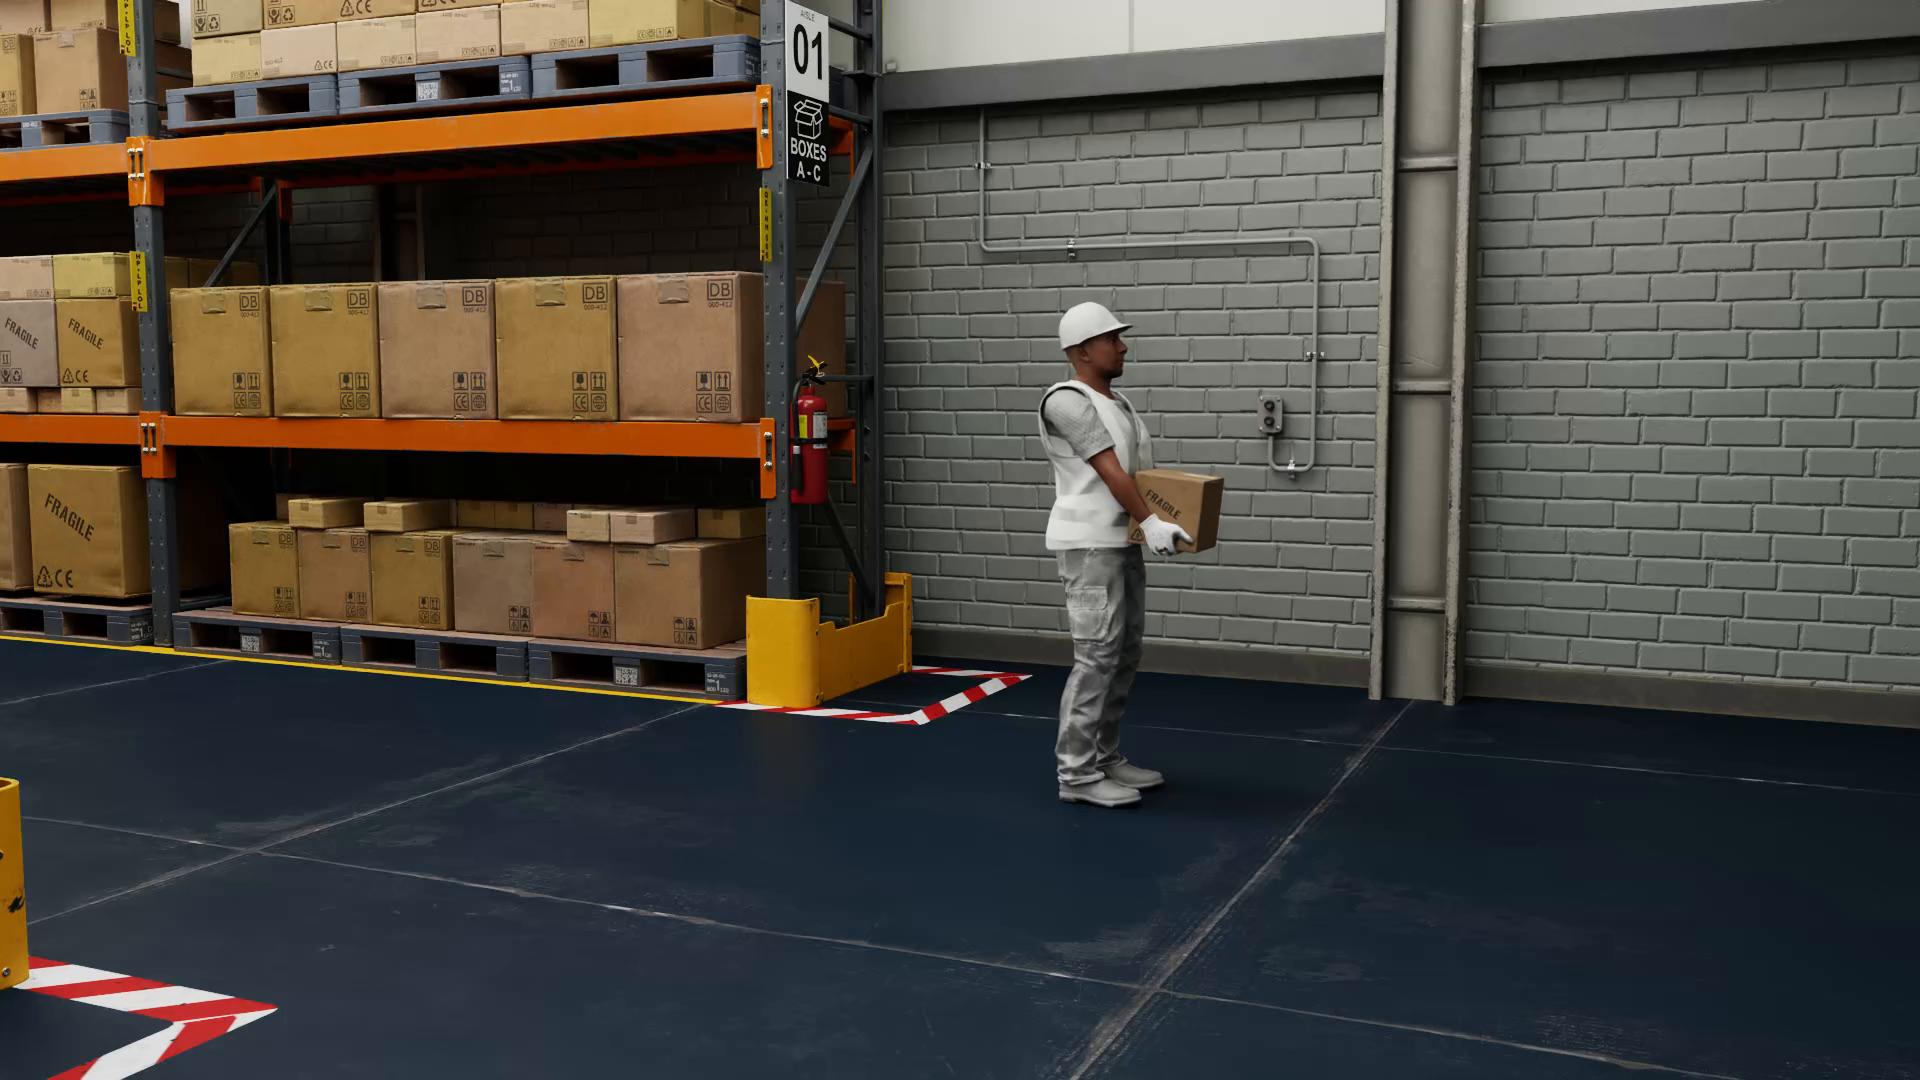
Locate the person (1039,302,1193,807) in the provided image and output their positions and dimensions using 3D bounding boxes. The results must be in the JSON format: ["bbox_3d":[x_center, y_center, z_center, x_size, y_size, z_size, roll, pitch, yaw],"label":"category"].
[{"bbox_3d":[0.601,0.043,5.959,0.574,1.778,0.487,3,6,25],"label":"person"}]
